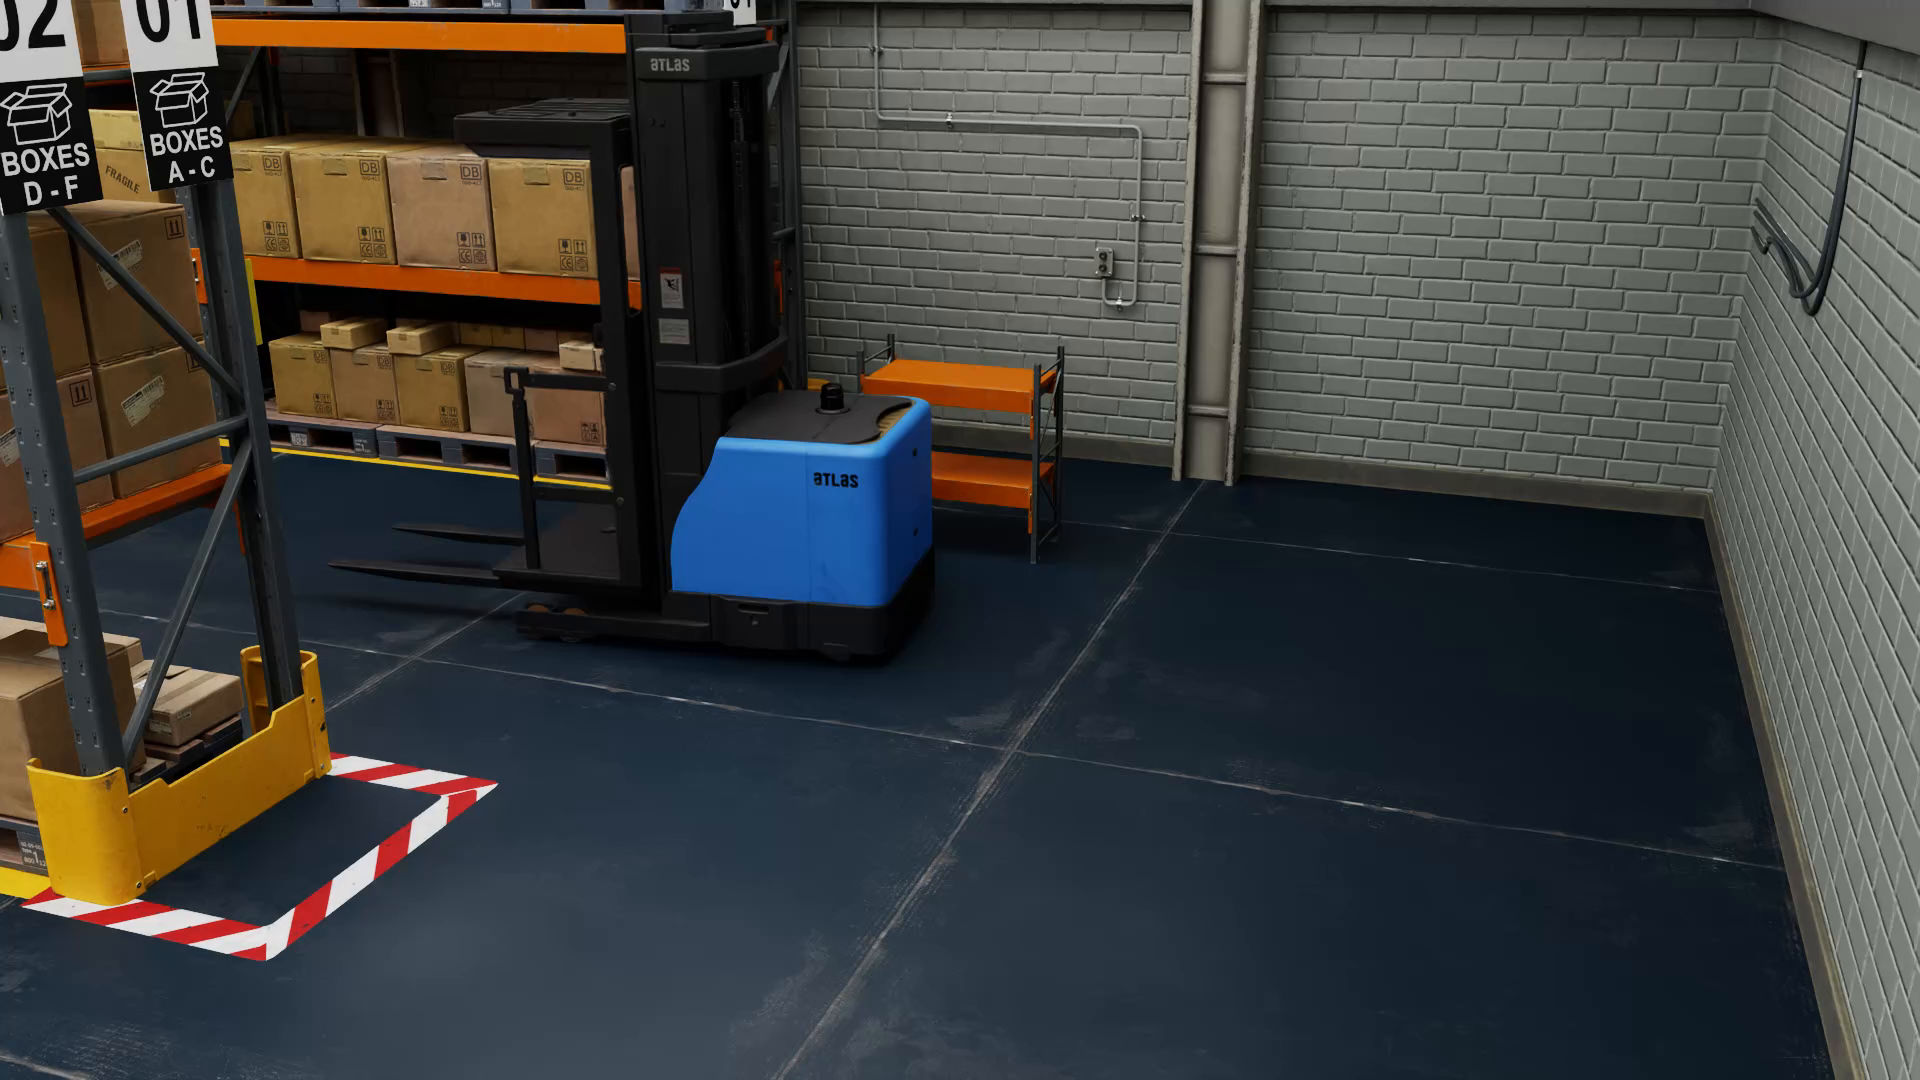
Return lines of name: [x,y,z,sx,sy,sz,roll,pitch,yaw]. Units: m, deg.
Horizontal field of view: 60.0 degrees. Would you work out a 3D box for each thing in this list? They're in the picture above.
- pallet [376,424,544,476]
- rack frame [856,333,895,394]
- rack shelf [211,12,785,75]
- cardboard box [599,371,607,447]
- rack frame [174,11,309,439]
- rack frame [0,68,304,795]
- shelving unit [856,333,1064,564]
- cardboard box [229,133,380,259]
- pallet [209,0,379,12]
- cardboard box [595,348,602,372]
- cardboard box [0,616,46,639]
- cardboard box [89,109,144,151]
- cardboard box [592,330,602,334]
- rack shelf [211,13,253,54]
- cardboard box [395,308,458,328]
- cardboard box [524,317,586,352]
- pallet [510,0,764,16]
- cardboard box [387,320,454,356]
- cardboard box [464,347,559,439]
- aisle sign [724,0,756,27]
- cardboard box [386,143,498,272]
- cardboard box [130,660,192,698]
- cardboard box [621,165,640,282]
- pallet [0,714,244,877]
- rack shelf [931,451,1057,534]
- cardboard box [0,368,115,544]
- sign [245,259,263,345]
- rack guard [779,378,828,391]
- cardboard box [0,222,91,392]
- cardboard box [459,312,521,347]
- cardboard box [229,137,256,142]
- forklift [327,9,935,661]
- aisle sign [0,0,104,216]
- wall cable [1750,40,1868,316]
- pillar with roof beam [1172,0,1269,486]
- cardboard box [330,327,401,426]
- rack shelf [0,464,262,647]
pallet: [-3.165,-0.728,11.345,1.213,0.211,1.003,7,20,18]
rack frame: [-0.474,-0.585,9.547,0.032,1.125,0.500,7,20,18]
rack shelf: [-3.125,-3.144,10.573,4.000,0.370,1.077,7,20,18]
cardboard box: [-1.930,-0.913,10.799,0.500,0.500,0.700,7,20,18]
rack frame: [-5.014,-2.283,11.568,0.127,3.000,1.000,7,20,18]
rack frame: [-2.858,-0.310,5.909,0.127,3.000,1.000,7,20,18]
shelving unit: [0.006,-0.530,9.389,1.048,1.125,0.538,7,20,18]
cardboard box: [-4.507,-2.361,11.336,0.700,0.700,0.980,7,20,19]
pallet: [-4.245,-3.566,10.826,1.213,0.211,1.003,7,20,18]
cardboard box: [-2.111,-1.177,10.569,0.250,0.149,0.380,6,20,17]
cardboard box: [-4.223,0.526,7.020,0.500,0.250,0.500,7,20,18]
cardboard box: [-5.539,-2.805,11.293,0.500,0.250,0.500,7,20,19]
cardboard box: [-2.225,-1.323,10.988,0.250,0.149,0.380,7,20,18]
rack shelf: [-6.904,-3.576,11.813,4.000,0.370,1.077,7,20,18]
cardboard box: [-3.666,-1.487,11.460,0.250,0.149,0.380,6,20,16]
cardboard box: [-2.702,-1.377,11.144,0.250,0.149,0.380,7,20,19]
pallet: [-1.940,-3.302,10.070,1.213,0.211,1.003,7,20,18]
cardboard box: [-3.585,-1.344,11.050,0.250,0.149,0.380,6,20,17]
cardboard box: [-2.878,-1.021,11.109,0.500,0.500,0.700,6,20,16]
aisle sign: [-1.266,-2.977,9.611,0.004,0.787,0.394,7,20,18]
cardboard box: [-3.129,-2.205,10.888,0.700,0.700,0.980,6,20,15]
cardboard box: [-3.377,0.641,6.817,0.250,0.166,0.380,7,20,18]
cardboard box: [-1.721,-2.044,10.428,0.700,0.700,0.980,7,21,21]
pallet: [-3.683,0.913,6.638,1.213,0.211,1.003,7,20,18]
rack shelf: [0.006,-0.300,9.469,1.000,0.278,0.538,7,20,18]
cardboard box: [-3.370,-0.321,5.788,0.500,0.500,0.500,7,20,20]
sign: [-2.680,-0.888,6.250,0.005,0.325,0.100,7,20,18]
rack guard: [-1.213,-0.668,10.733,0.348,0.500,1.175,7,20,18]
cardboard box: [-3.369,-0.792,5.620,0.500,0.500,0.500,6,20,18]
cardboard box: [-3.183,-1.432,11.302,0.250,0.149,0.380,6,20,17]
cardboard box: [-5.366,-2.608,11.867,0.500,0.500,0.500,6,20,16]
forklift: [-1.704,-1.046,8.123,3.031,2.935,1.130,4,20,12]
aisle sign: [-2.894,-1.435,5.187,0.004,0.787,0.394,7,20,18]
wall cable: [3.990,-2.495,7.781,0.112,2.526,3.097,7,20,18]
pillar with roof beam: [0.186,-3.322,5.436,0.400,9.000,9.100,7,20,18]
cardboard box: [-3.868,-1.133,11.429,0.500,0.500,0.700,6,20,18]
rack shelf: [-4.747,-0.187,6.647,4.000,0.370,1.077,7,20,18]
